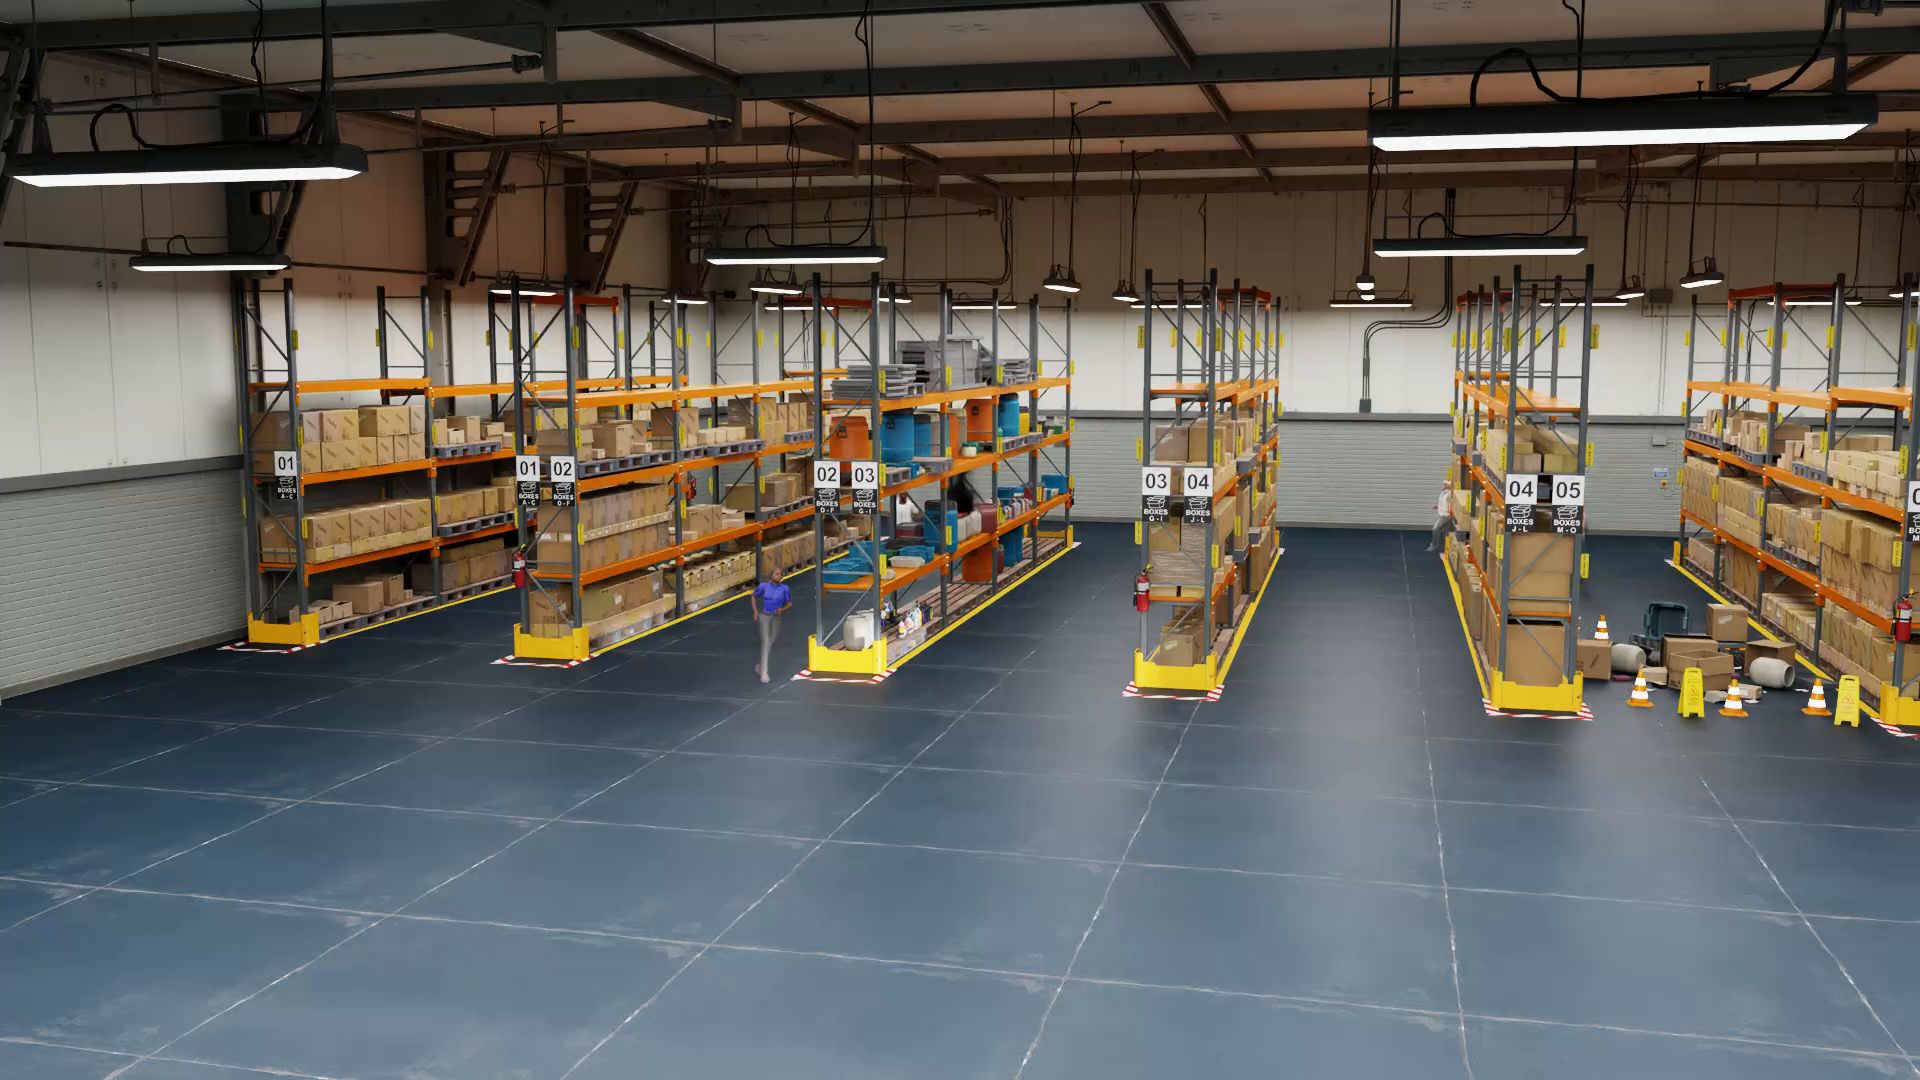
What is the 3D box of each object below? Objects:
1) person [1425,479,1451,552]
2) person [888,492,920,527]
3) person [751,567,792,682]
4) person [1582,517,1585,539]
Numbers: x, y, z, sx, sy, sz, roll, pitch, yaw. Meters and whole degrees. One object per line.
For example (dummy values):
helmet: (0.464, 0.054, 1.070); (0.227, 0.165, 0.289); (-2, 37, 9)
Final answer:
person: (11.496, -0.587, 39.394); (0.843, 1.791, 0.728); (0, 7, -2)
person: (-1.265, -0.293, 37.117); (0.710, 1.734, 0.722); (0, 7, 4)
person: (-2.801, 1.240, 24.801); (0.570, 1.675, 0.758); (-3, 8, -24)
person: (12.646, -0.040, 34.703); (0.643, 1.811, 0.824); (0, 7, 3)
